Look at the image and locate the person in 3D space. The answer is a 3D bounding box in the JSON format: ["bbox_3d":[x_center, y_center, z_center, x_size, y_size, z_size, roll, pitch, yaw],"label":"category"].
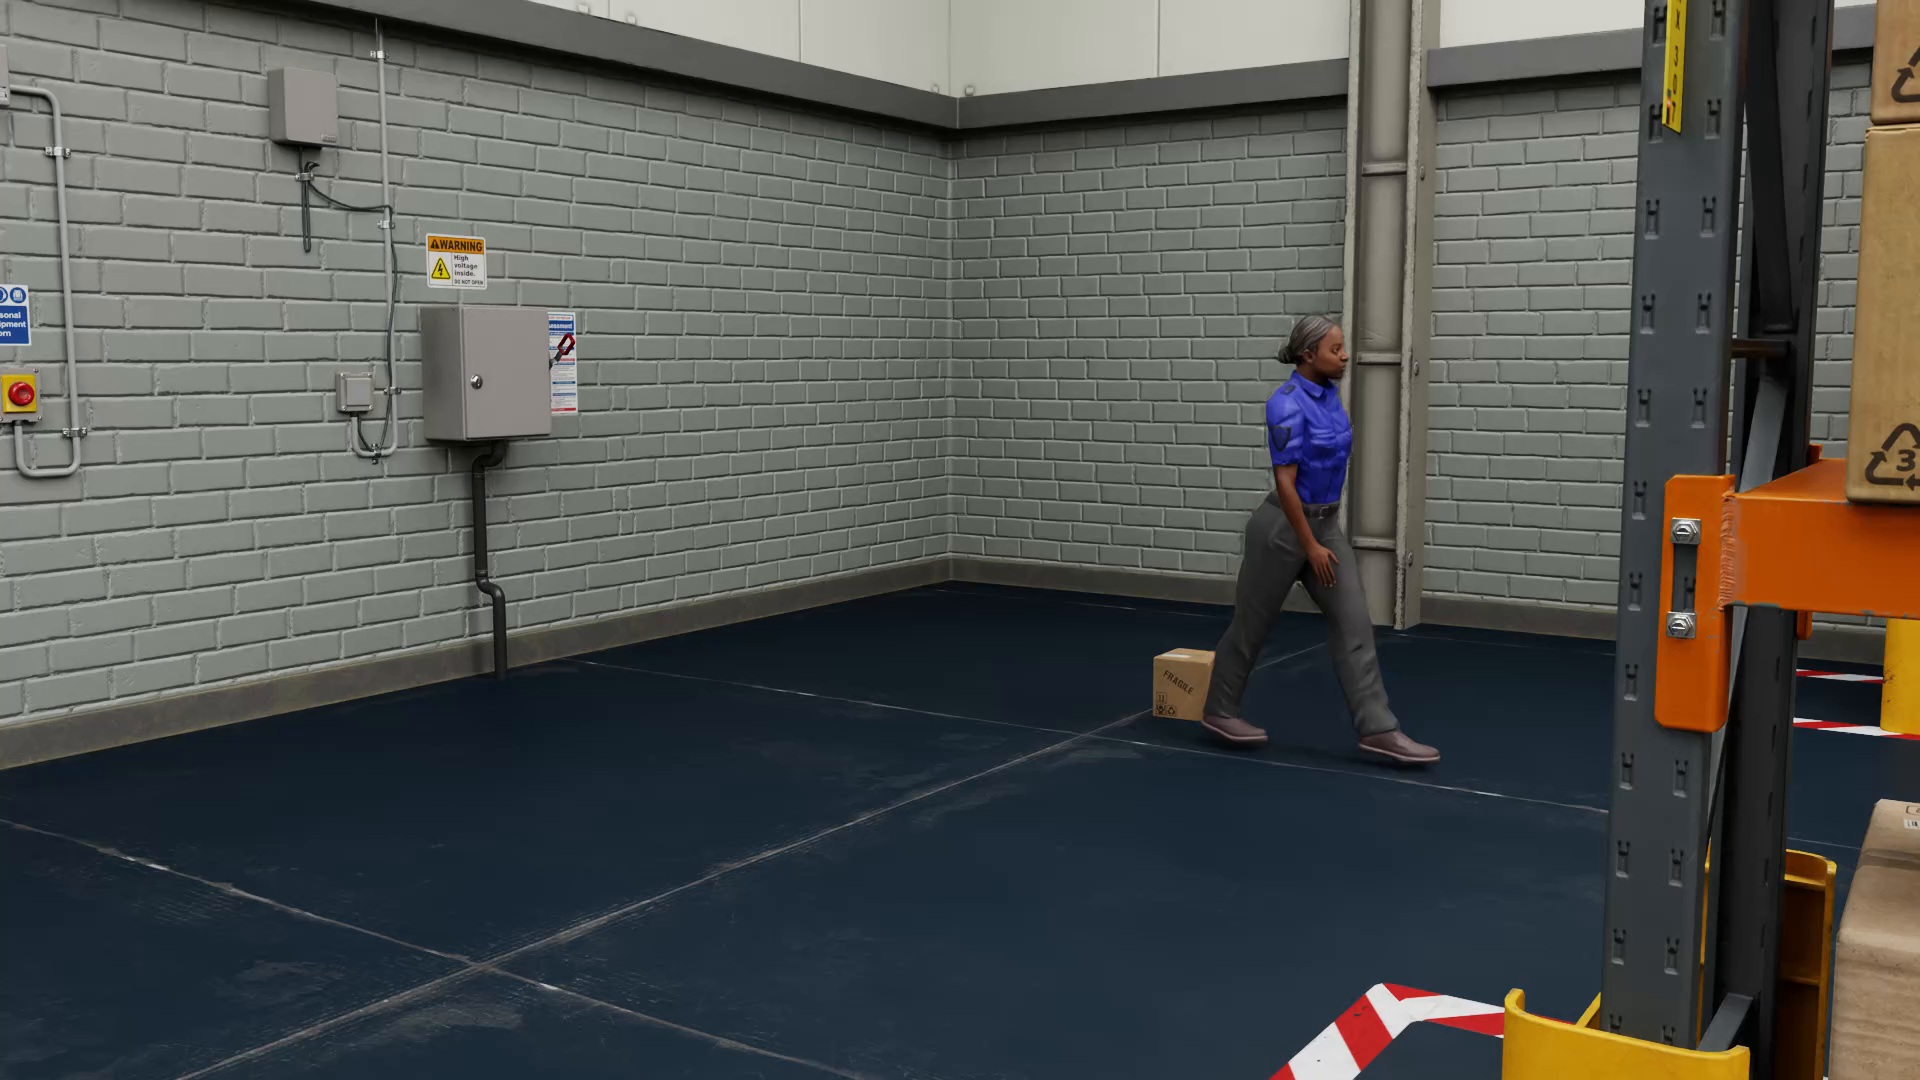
[{"bbox_3d":[1.284,0.039,6.090,0.444,1.502,0.908,-6,9,-43],"label":"person"}]
